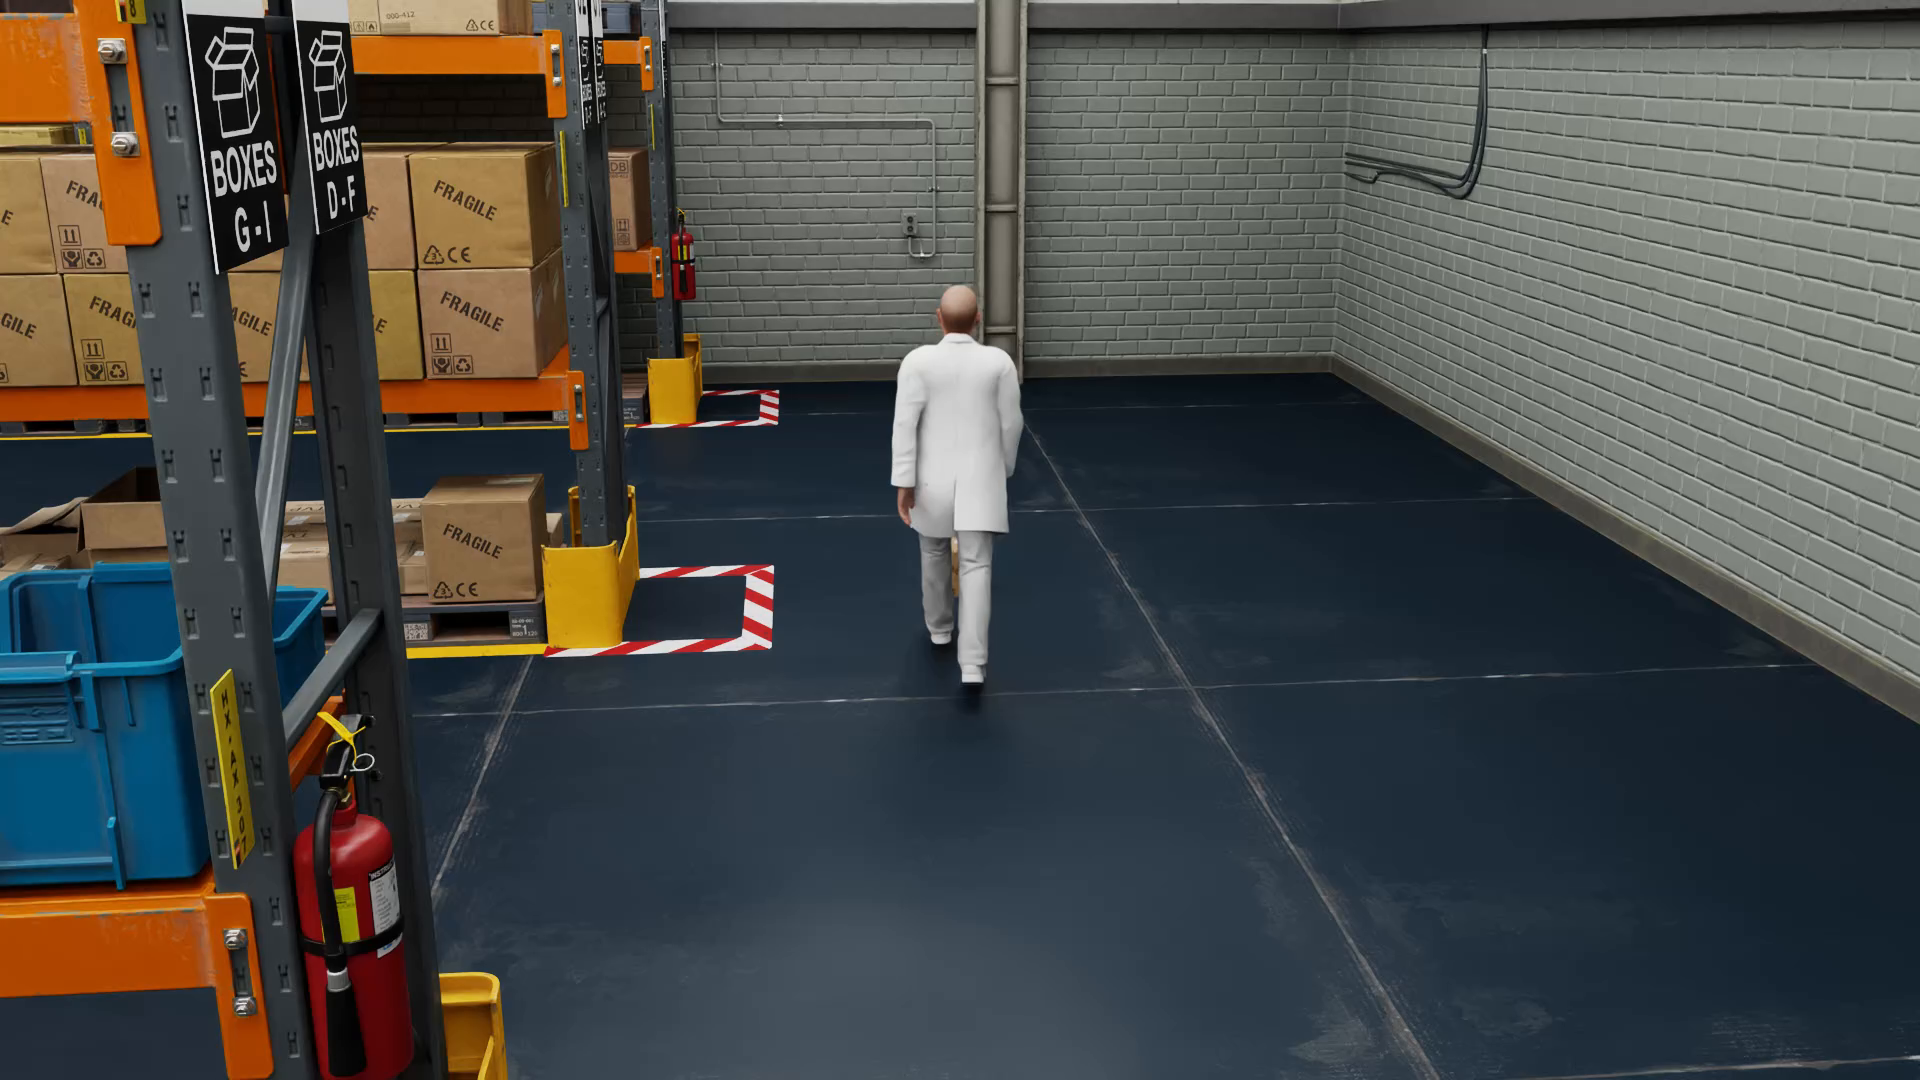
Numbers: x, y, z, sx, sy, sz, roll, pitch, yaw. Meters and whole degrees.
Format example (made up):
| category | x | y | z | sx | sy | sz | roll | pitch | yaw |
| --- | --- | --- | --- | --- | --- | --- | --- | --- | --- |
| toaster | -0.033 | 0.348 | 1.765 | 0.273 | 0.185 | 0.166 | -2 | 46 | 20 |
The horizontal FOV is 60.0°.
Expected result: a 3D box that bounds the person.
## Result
| category | x | y | z | sx | sy | sz | roll | pitch | yaw |
| --- | --- | --- | --- | --- | --- | --- | --- | --- | --- |
| person | -0.008 | -0.281 | 7.506 | 0.589 | 1.737 | 1.083 | 0 | 16 | 1 |
